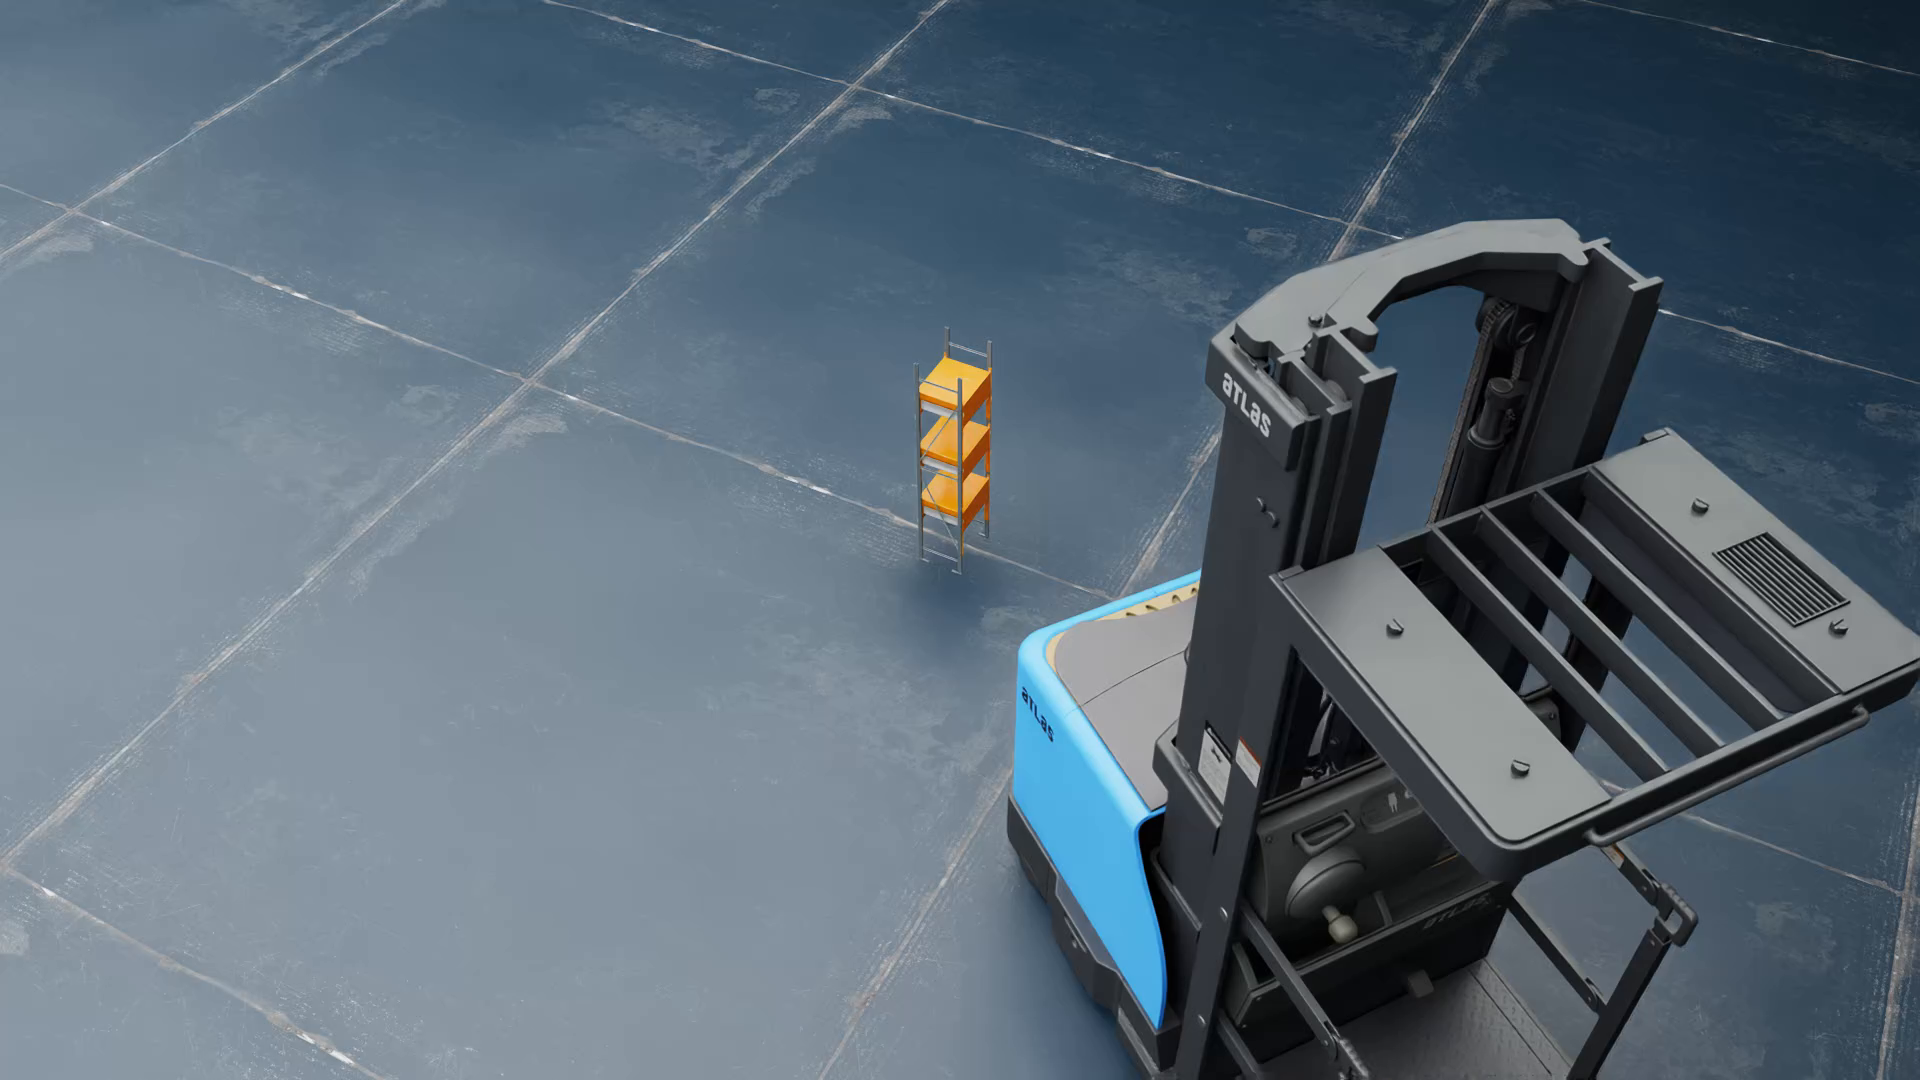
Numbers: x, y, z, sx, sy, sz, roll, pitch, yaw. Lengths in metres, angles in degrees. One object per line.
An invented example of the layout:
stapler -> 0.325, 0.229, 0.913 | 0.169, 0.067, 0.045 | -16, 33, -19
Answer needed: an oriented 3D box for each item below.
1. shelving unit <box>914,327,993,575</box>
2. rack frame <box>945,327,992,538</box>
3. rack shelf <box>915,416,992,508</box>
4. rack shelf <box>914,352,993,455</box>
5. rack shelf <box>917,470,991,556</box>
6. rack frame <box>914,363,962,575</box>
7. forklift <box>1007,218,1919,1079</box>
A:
shelving unit -> -0.025, -0.335, 6.623 | 0.215, 1.050, 0.252 | 20, 49, 19
rack frame -> 0.032, -0.412, 6.699 | 0.200, 1.050, 0.008 | 20, 49, 19
rack shelf -> -0.025, -0.328, 6.631 | 0.215, 0.259, 0.240 | 20, 49, 19
rack shelf -> -0.025, -0.527, 6.429 | 0.215, 0.259, 0.240 | 20, 49, 19
rack shelf -> -0.025, -0.133, 6.828 | 0.215, 0.259, 0.240 | 20, 49, 19
rack frame -> -0.081, -0.258, 6.547 | 0.200, 1.050, 0.008 | 20, 49, 19
forklift -> 1.263, 0.824, 4.154 | 1.130, 2.935, 3.031 | -19, 48, -18
